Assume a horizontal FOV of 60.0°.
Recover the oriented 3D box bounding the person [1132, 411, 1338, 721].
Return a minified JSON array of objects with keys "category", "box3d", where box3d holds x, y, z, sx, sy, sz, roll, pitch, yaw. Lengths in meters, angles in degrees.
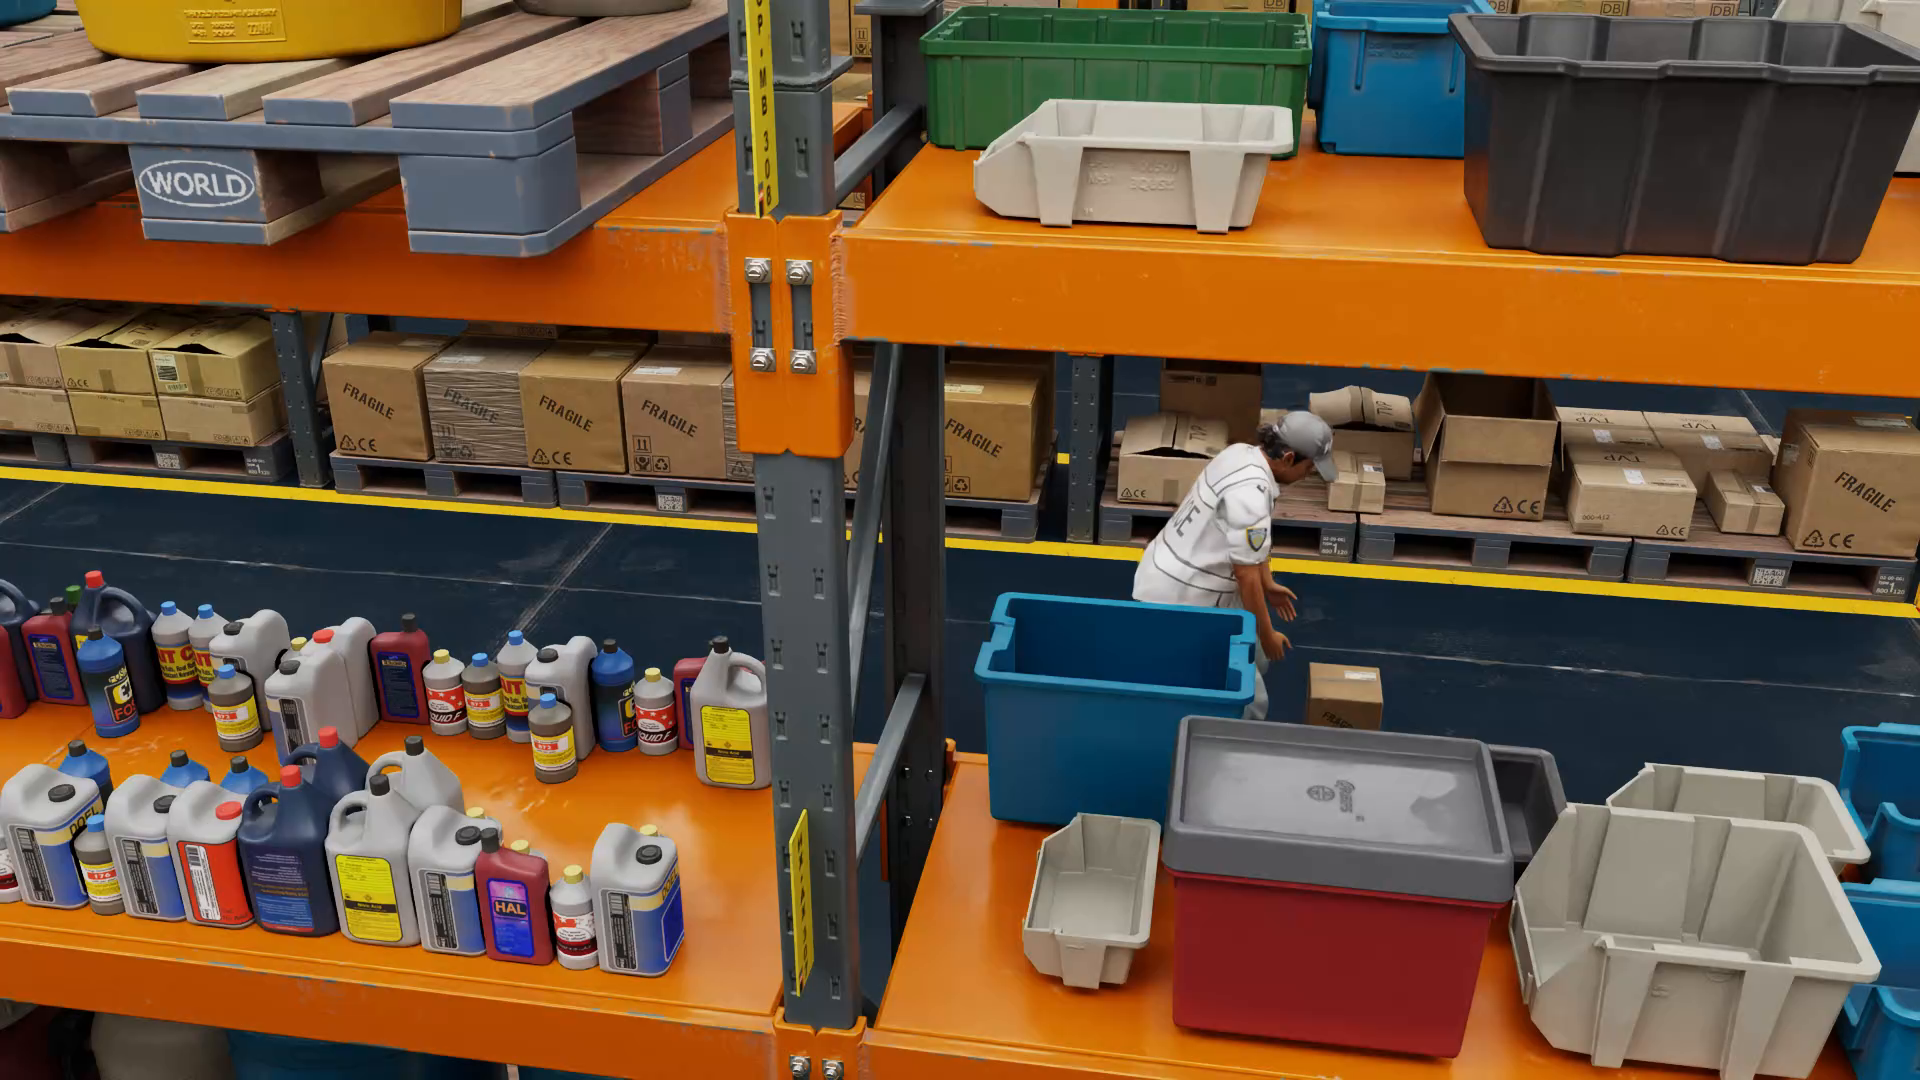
[{"category":"person","box3d":[0.949,0.220,5.895,0.671,1.457,0.530,4,25,9]}]
